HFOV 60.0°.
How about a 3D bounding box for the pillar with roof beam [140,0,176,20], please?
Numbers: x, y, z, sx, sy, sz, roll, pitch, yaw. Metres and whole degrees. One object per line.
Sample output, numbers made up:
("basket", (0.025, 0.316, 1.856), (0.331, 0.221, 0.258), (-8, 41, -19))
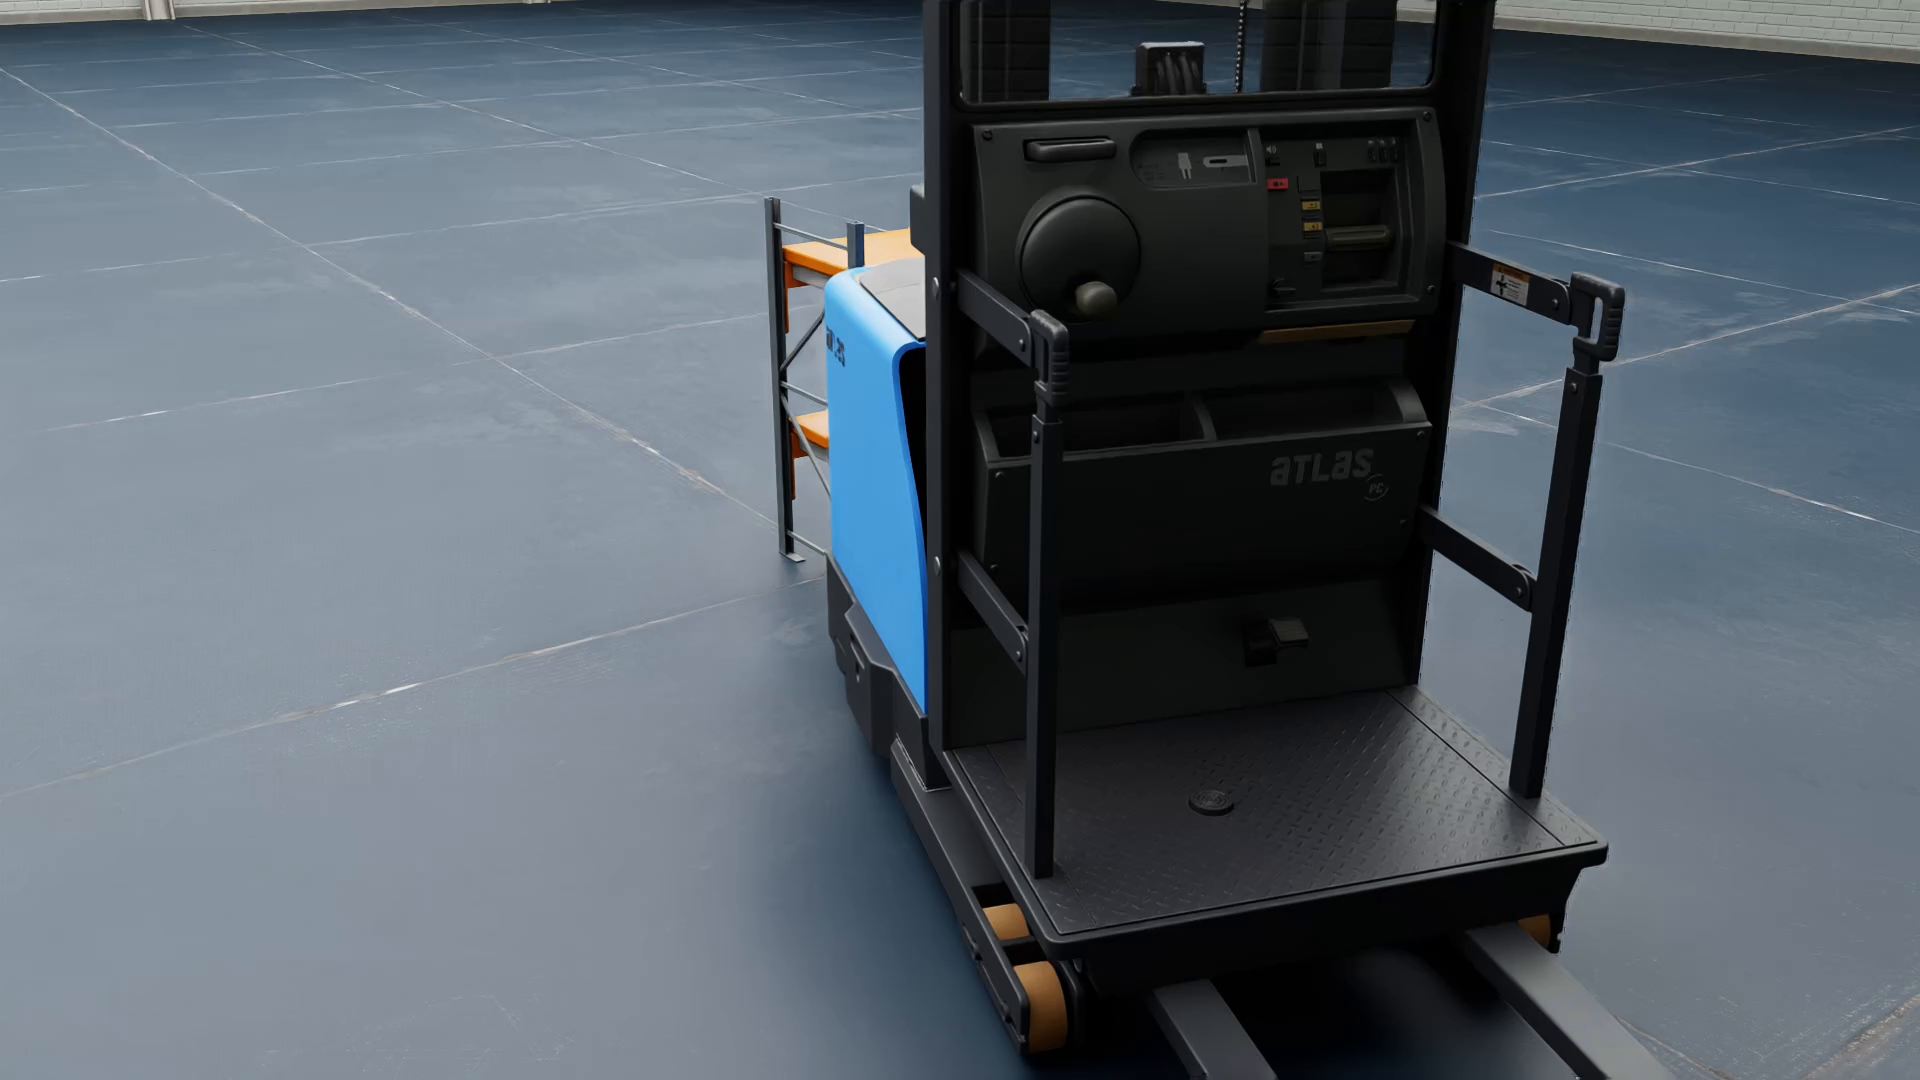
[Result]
("pillar with roof beam", (-9.585, -10.760, 20.219), (0.400, 9.000, 9.100), (-15, 26, -33))

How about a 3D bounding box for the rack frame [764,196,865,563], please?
("rack frame", (-0.418, -0.411, 4.908), (0.032, 1.125, 0.500), (-15, 26, -33))

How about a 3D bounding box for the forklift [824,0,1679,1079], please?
("forklift", (0.540, -0.585, 2.907), (1.130, 2.935, 3.031), (-6, 23, -15))

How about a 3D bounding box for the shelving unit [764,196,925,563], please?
("shelving unit", (-0.005, -0.521, 5.184), (1.048, 1.125, 0.538), (-15, 26, -33))

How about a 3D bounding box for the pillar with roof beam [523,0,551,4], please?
("pillar with roof beam", (-4.715, -12.059, 23.474), (0.400, 9.000, 9.100), (-15, 26, -33))

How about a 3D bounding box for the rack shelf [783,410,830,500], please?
("rack shelf", (-0.005, -0.294, 5.275), (1.000, 0.278, 0.538), (-15, 26, -33))

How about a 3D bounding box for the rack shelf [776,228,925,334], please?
("rack shelf", (-0.005, -0.793, 5.076), (1.000, 0.278, 0.538), (-15, 26, -33))
